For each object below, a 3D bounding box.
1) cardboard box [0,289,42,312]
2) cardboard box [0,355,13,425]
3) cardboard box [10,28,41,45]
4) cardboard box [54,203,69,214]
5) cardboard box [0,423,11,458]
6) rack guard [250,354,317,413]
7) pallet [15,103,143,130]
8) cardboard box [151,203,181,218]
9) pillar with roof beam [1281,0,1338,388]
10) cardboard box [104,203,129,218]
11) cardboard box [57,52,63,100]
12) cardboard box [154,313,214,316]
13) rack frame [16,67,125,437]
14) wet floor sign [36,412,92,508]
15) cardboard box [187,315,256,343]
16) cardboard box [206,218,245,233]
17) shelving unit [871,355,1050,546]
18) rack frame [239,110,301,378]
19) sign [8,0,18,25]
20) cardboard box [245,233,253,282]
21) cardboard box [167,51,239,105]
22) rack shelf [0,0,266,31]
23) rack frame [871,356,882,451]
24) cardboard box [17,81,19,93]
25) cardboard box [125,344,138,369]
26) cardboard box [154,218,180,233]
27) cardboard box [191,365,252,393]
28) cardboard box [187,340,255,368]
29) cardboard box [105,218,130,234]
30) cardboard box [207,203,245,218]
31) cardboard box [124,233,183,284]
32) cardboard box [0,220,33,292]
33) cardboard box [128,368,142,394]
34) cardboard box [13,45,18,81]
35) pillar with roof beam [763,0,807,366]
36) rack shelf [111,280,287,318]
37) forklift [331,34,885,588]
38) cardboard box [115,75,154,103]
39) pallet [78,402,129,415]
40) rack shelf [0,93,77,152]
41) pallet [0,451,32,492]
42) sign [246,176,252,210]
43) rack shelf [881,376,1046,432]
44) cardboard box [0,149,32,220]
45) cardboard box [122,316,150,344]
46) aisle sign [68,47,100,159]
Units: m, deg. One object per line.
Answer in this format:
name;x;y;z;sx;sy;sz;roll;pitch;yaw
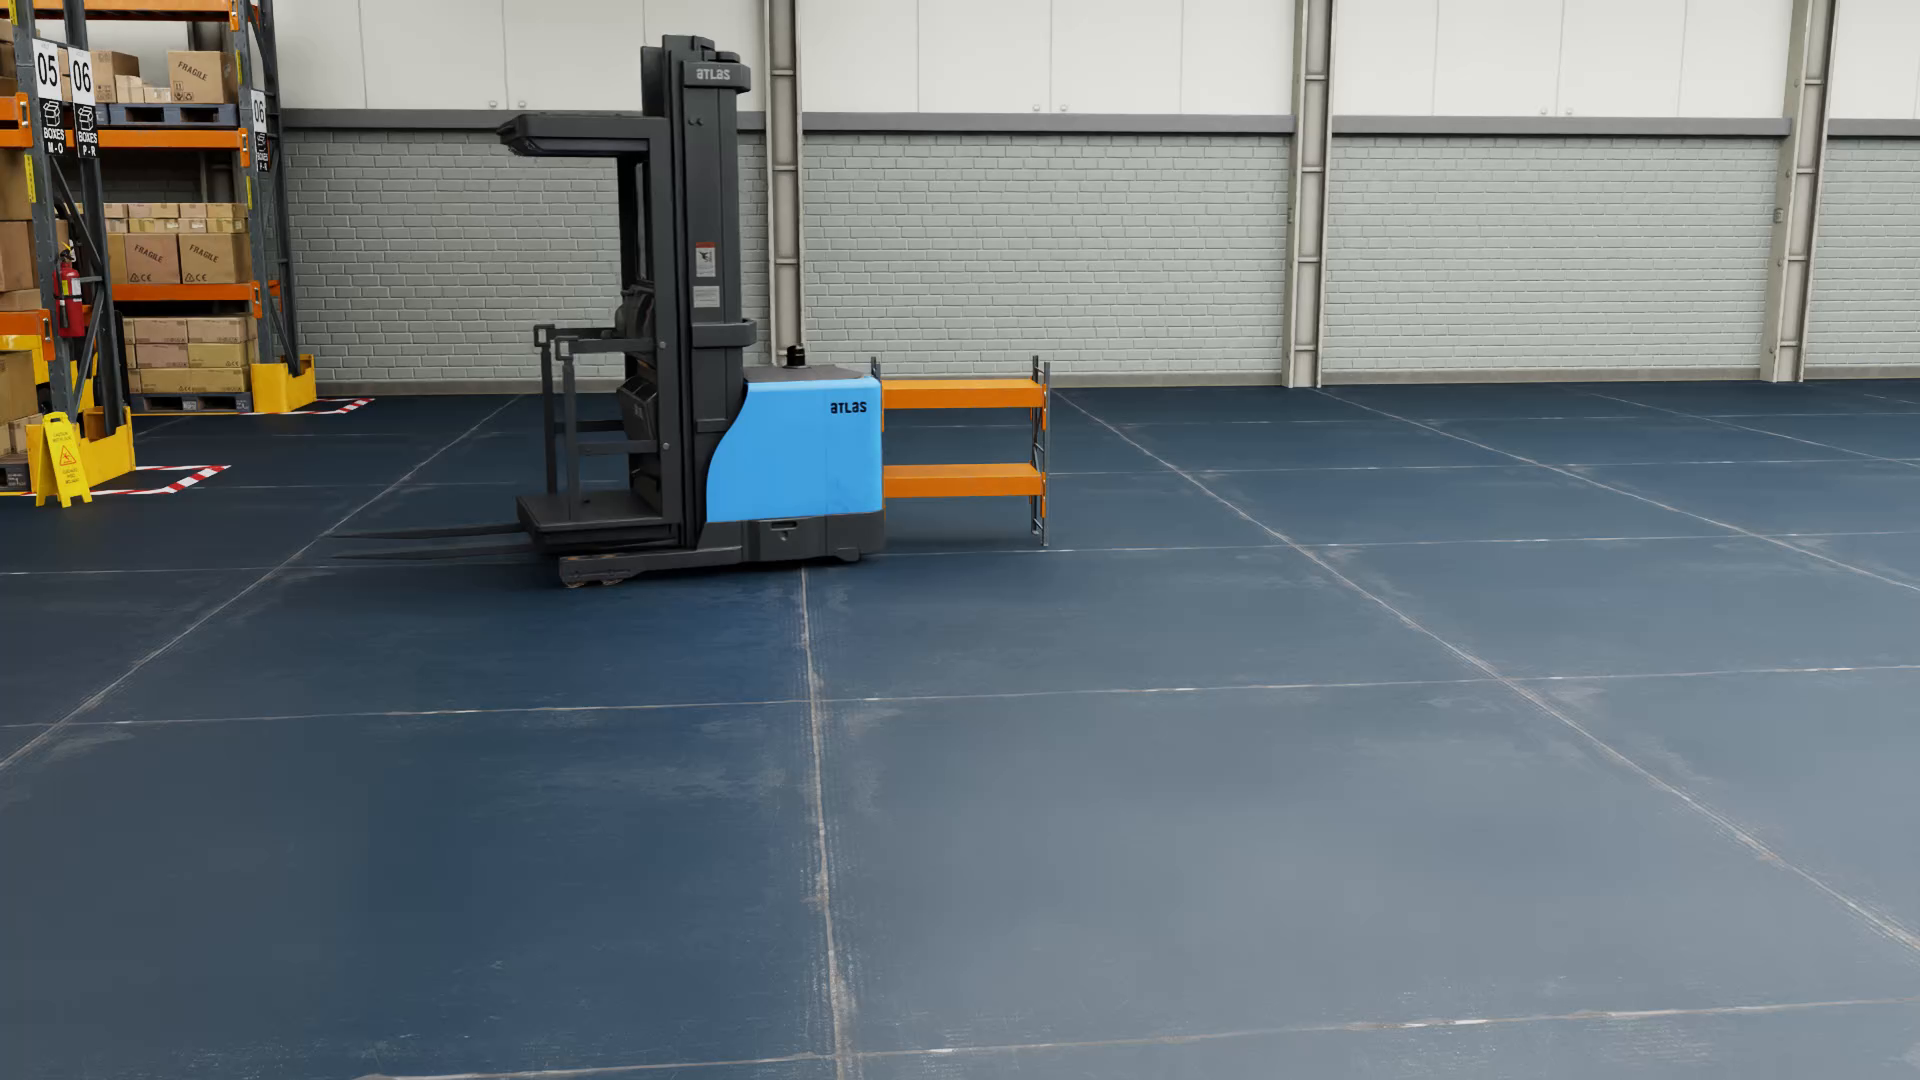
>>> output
cardboard box;-6.931;-1.754;12.164;0.250;0.149;0.380;-1;11;-4
cardboard box;-7.351;-1.084;12.201;0.500;0.500;0.500;-1;11;-6
cardboard box;-6.958;-3.697;12.207;0.250;0.149;0.380;-1;11;-6
cardboard box;-8.980;-3.310;16.717;0.250;0.149;0.380;-1;11;-5
cardboard box;-7.381;-0.714;12.262;0.500;0.250;0.500;-1;11;-6
rack guard;-7.098;-1.652;17.473;0.348;0.500;1.175;-1;11;-6
pallet;-9.043;-4.270;16.767;1.213;0.211;1.003;-1;11;-6
cardboard box;-7.955;-3.321;16.775;0.250;0.149;0.380;-1;11;-5
pillar with roof beam;4.483;-5.404;14.529;0.400;9.000;9.100;-1;11;-6
cardboard box;-8.457;-3.304;16.685;0.250;0.149;0.380;-1;11;-5
cardboard box;-9.151;-4.592;16.560;0.637;0.503;0.797;-1;11;-4
cardboard box;-8.117;-2.240;17.435;0.500;0.250;0.500;-1;11;-6
rack frame;-6.582;-1.926;12.388;0.127;3.000;1.000;-1;11;-6
wet floor sign;-6.278;-0.569;11.592;0.232;0.644;0.267;3;11;14
cardboard box;-7.546;-2.156;17.005;0.500;0.250;0.500;-1;11;-4
cardboard box;-7.437;-3.184;16.847;0.250;0.149;0.380;-1;11;-5
shelving unit;-0.007;-0.552;10.259;1.048;1.125;0.538;-1;11;-6
rack frame;-7.122;-2.878;17.230;0.127;3.000;1.000;-1;11;-6
sign;-6.542;-3.725;11.470;0.005;0.325;0.100;-1;11;-6
cardboard box;-7.645;-2.970;17.439;0.500;0.500;0.500;-1;11;-4
cardboard box;-7.536;-4.598;16.596;0.500;0.500;0.500;-1;11;-4
rack shelf;-9.110;-5.230;16.547;4.000;0.370;1.077;-1;11;-6
rack frame;-0.512;-0.541;10.205;0.032;1.125;0.500;-1;11;-6
cardboard box;-6.947;-3.330;12.405;0.250;0.149;0.380;-1;11;-6
cardboard box;-8.583;-1.887;16.932;0.500;0.250;0.500;-1;11;-7
cardboard box;-7.952;-3.179;16.824;0.250;0.149;0.380;-1;11;-5
cardboard box;-7.555;-1.664;17.097;0.500;0.250;0.500;-1;11;-6
cardboard box;-7.572;-1.910;17.050;0.500;0.250;0.500;-1;11;-7
cardboard box;-8.460;-3.162;16.734;0.250;0.149;0.380;-2;11;-8
cardboard box;-7.455;-3.343;16.885;0.250;0.149;0.380;-1;11;-6
cardboard box;-8.100;-2.857;16.866;0.500;0.500;0.500;-1;11;-4
cardboard box;-7.092;-2.057;12.024;0.500;0.500;0.500;-1;11;-7
cardboard box;-8.549;-1.647;17.009;0.500;0.250;0.500;-1;11;-5
cardboard box;-7.111;-3.511;12.291;0.500;0.250;0.500;-1;11;-7
pillar with roof beam;-1.482;-5.279;13.893;0.400;9.000;9.100;-1;11;-6
rack shelf;-9.110;-2.483;17.087;4.000;0.370;1.077;-1;11;-6
forklift;-2.012;-1.293;9.349;3.031;2.935;1.130;-4;12;-20
cardboard box;-8.165;-4.458;16.492;0.258;0.266;0.396;-1;11;-6
pallet;-9.088;-1.461;17.251;1.213;0.211;1.003;-1;11;-6
rack shelf;-8.571;-3.003;11.956;4.000;0.370;1.077;-1;11;-6
pallet;-7.469;-0.546;12.598;1.213;0.211;1.003;-1;11;-6
sign;-7.077;-3.458;16.564;0.005;0.325;0.100;-1;11;-6
rack shelf;-0.007;-0.839;10.202;1.000;0.278;0.538;-1;11;-6
cardboard box;-7.067;-2.559;11.986;0.500;0.500;0.700;-1;11;-7
cardboard box;-8.554;-2.132;16.882;0.500;0.250;0.500;-1;11;-5
aisle sign;-6.554;-3.262;12.446;0.004;0.787;0.394;-1;11;-6
